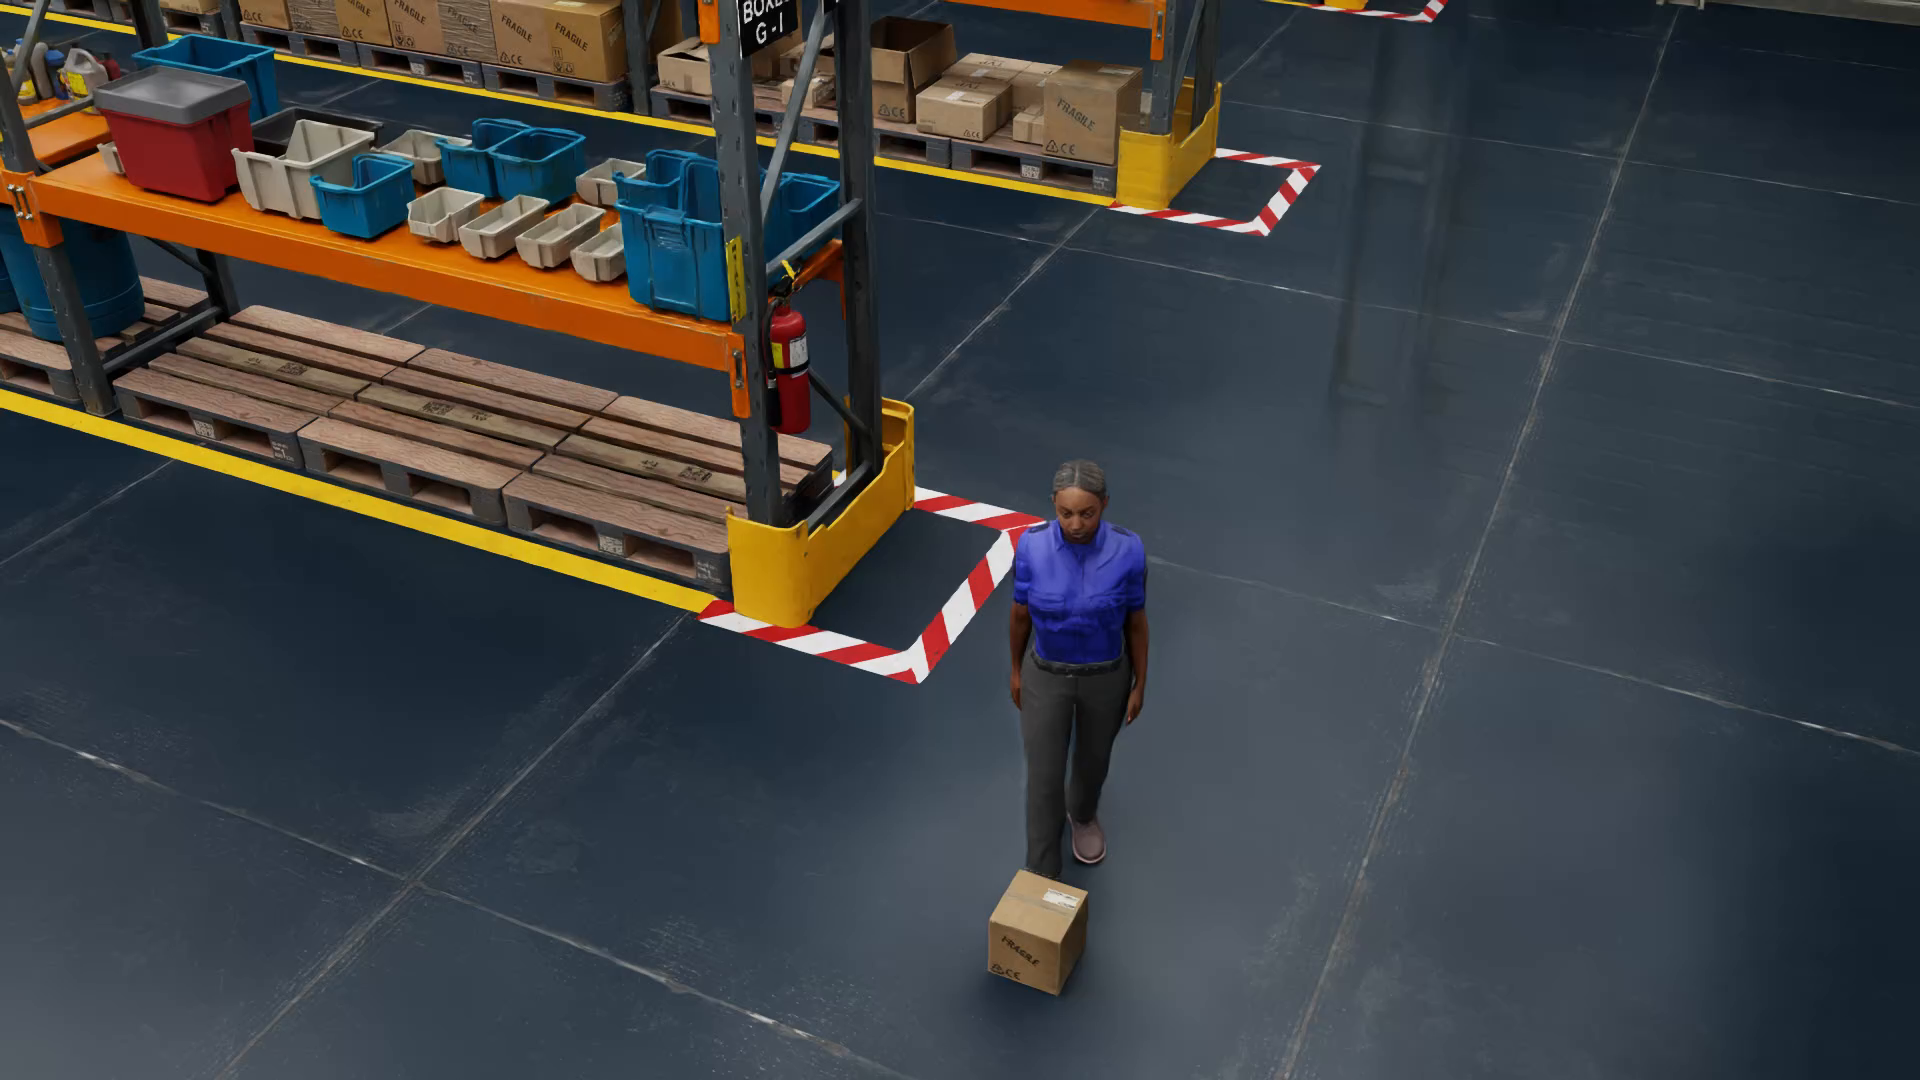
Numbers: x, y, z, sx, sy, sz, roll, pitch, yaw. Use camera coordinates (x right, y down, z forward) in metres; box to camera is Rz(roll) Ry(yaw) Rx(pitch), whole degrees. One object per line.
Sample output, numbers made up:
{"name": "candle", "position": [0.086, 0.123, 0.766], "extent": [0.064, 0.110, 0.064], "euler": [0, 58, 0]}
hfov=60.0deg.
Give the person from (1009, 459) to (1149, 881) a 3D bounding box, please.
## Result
{"name": "person", "position": [0.382, 0.497, 5.393], "extent": [0.451, 1.651, 0.665], "euler": [1, 34, 1]}
